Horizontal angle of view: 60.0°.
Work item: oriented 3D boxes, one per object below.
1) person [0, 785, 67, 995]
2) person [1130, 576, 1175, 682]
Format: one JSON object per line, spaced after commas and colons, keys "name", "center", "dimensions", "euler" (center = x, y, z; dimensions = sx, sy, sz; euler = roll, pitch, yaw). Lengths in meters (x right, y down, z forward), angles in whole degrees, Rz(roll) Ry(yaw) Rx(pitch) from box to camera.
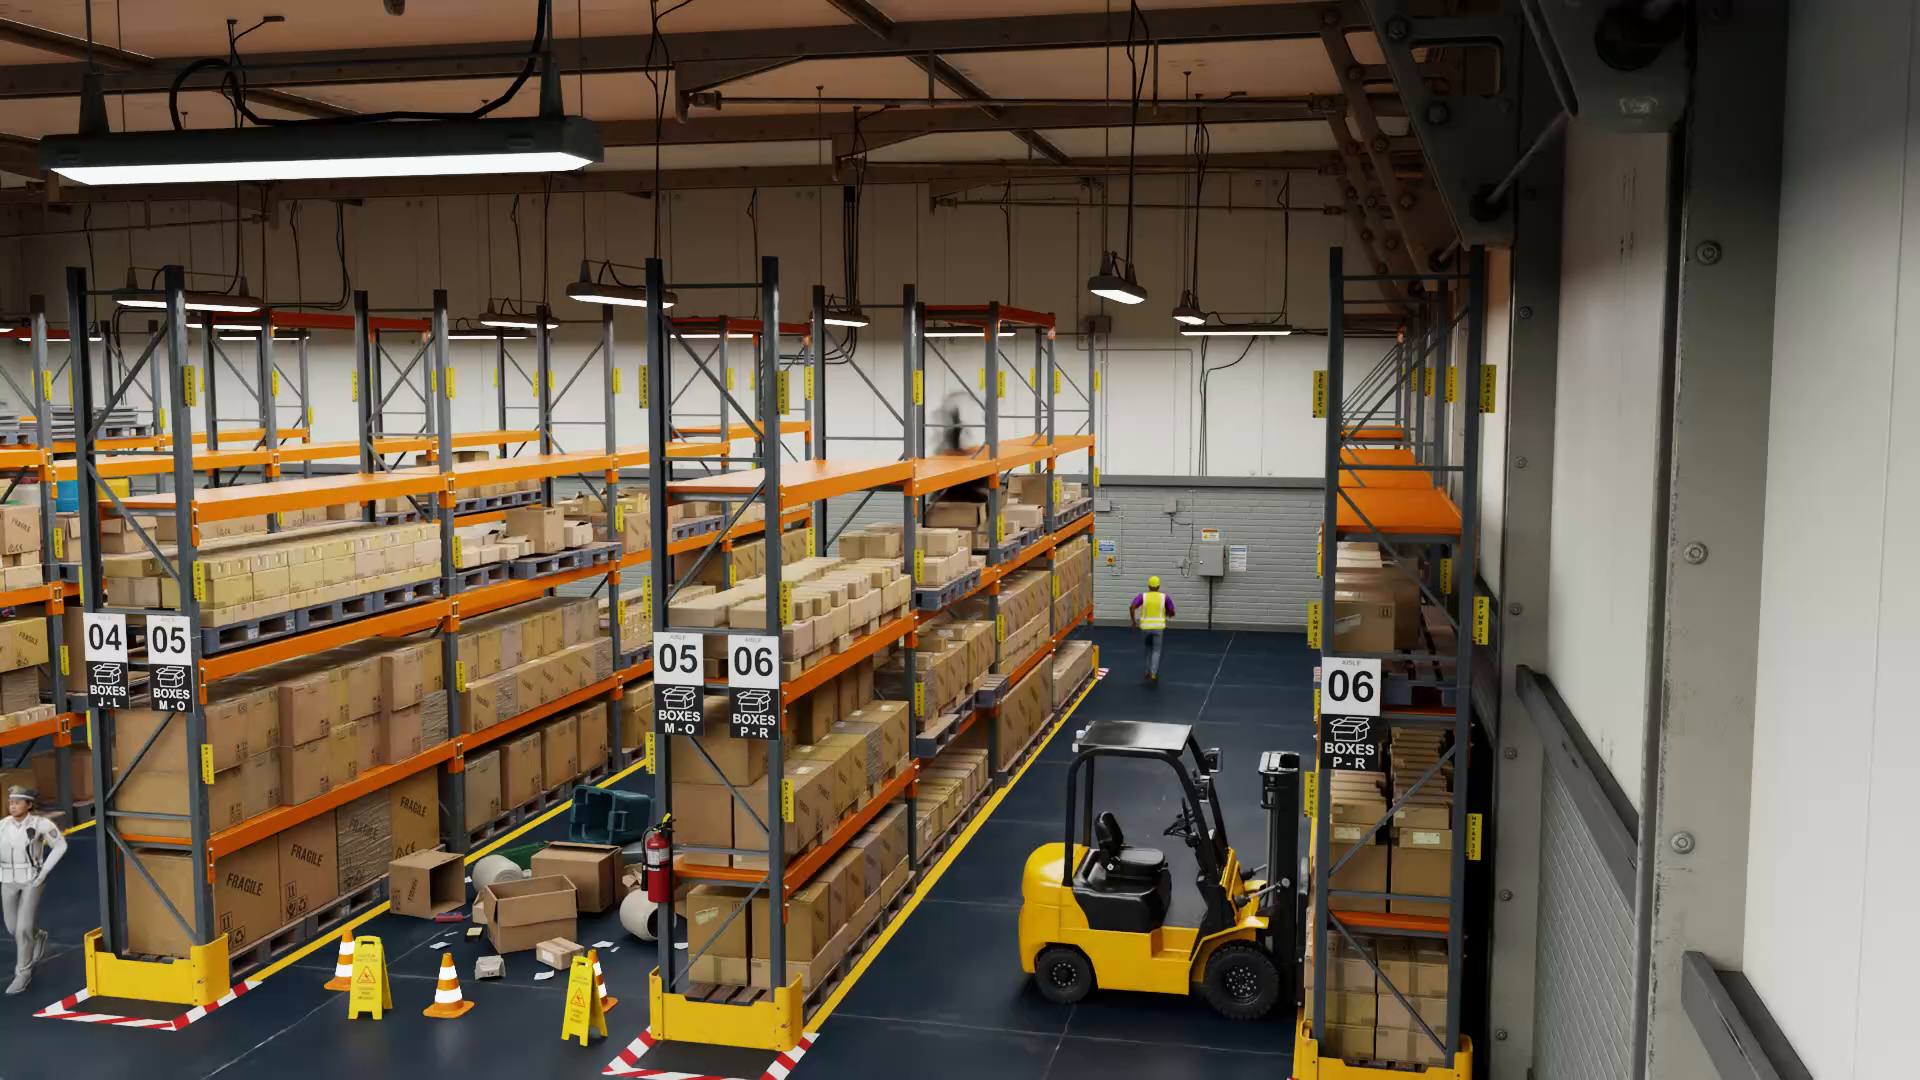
{"name": "person", "center": [-7.947, 2.906, 14.118], "dimensions": [0.625, 1.694, 0.736], "euler": [0, 6, 2]}
{"name": "person", "center": [3.199, 1.499, 27.606], "dimensions": [0.715, 1.787, 0.873], "euler": [1, 6, 14]}
